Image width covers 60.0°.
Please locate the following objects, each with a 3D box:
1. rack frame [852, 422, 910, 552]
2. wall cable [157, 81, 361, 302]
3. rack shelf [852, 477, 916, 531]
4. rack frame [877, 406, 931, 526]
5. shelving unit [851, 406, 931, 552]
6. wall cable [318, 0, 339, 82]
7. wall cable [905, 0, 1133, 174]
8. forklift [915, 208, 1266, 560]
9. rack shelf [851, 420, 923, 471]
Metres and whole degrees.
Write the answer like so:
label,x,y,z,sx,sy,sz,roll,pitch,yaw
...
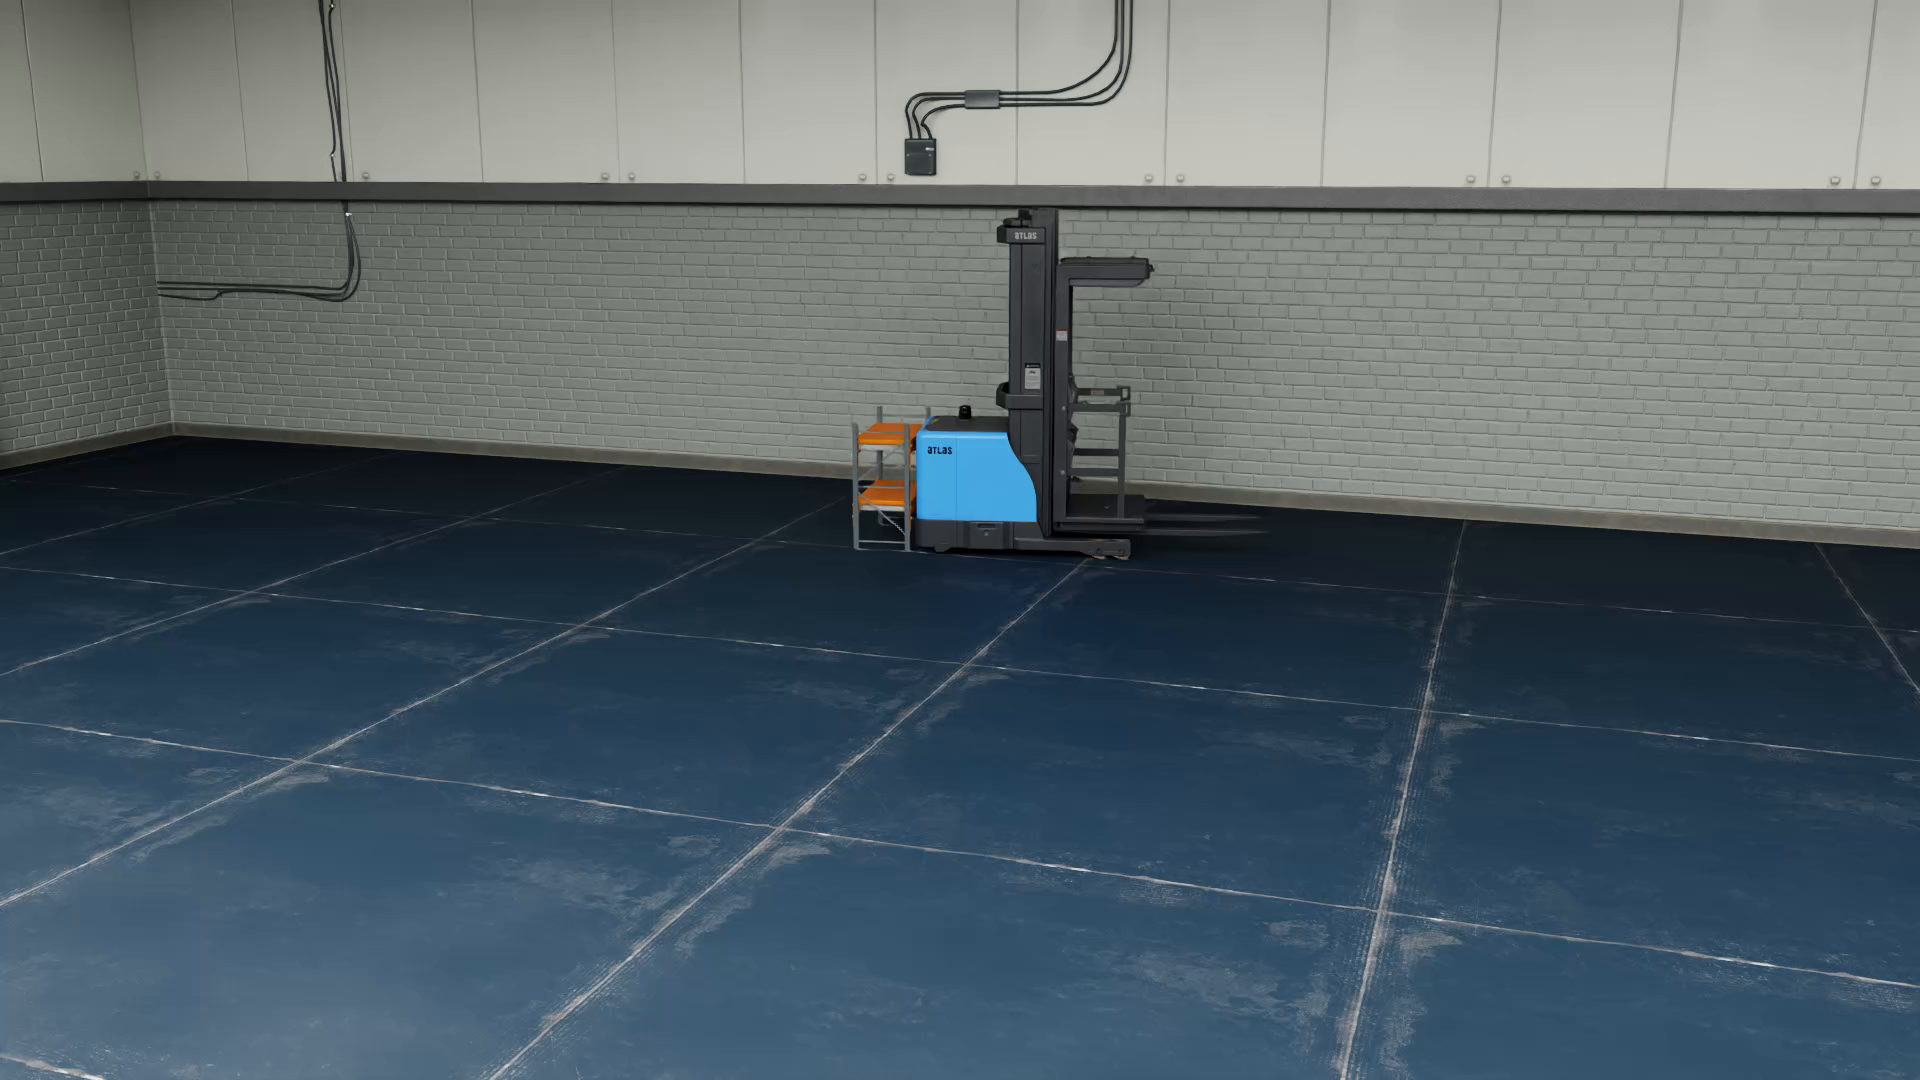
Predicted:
label,x,y,z,sx,sy,sz,roll,pitch,yaw
rack frame,-0.684,-0.457,14.463,0.500,1.125,0.032,2,13,9
wall cable,-8.435,-4.072,19.585,3.097,2.526,0.112,4,14,18
rack shelf,-0.601,-0.330,15.006,0.538,0.278,1.000,2,13,9
rack frame,-0.518,-0.680,15.441,0.500,1.125,0.032,2,13,9
shelving unit,-0.601,-0.569,14.952,0.538,1.125,1.048,2,13,9
wall cable,-5.876,-6.340,18.170,3.097,2.526,0.112,4,14,18
wall cable,0.542,-6.557,15.852,2.305,6.003,0.169,4,14,18
forklift,1.157,-1.384,14.467,3.031,2.935,1.130,1,13,6
rack shelf,-0.601,-0.854,14.887,0.538,0.278,1.000,2,13,9
